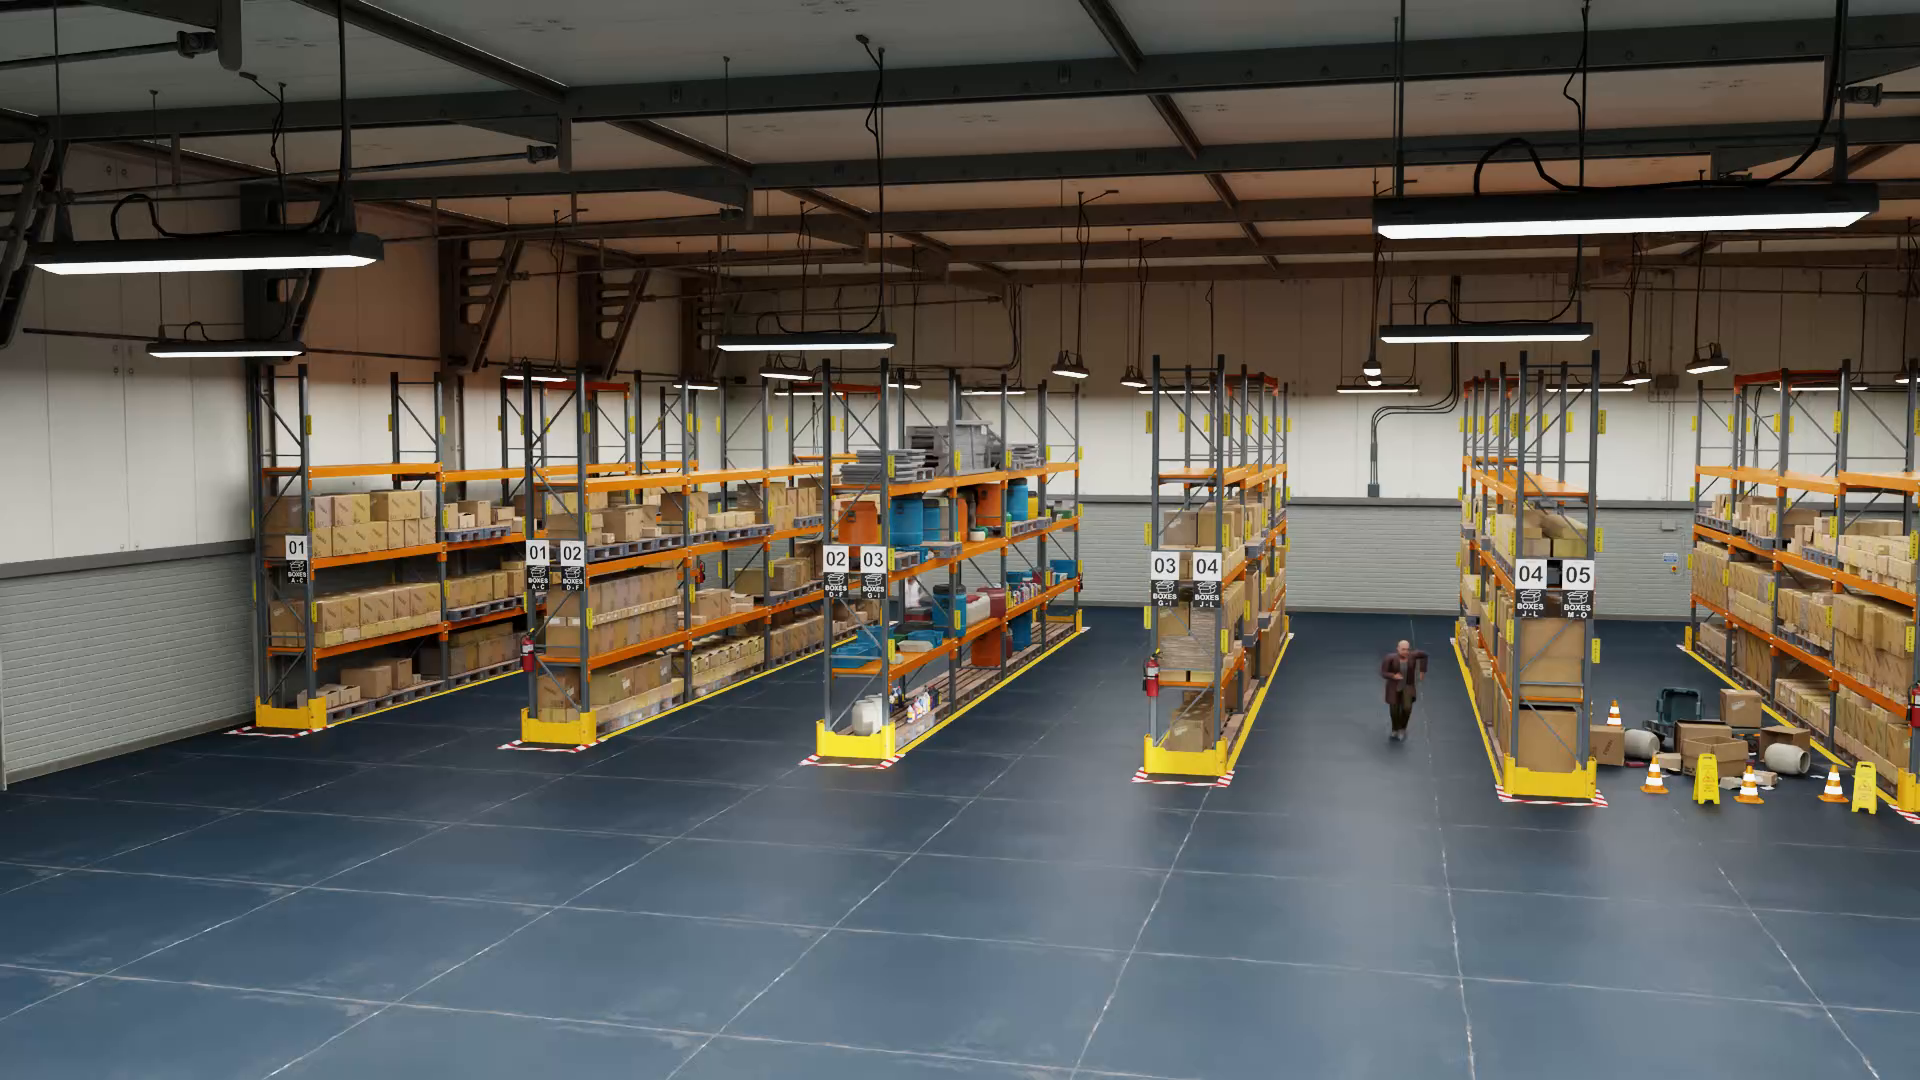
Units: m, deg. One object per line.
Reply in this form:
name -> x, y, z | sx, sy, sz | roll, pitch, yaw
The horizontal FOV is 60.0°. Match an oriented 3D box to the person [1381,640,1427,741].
person -> 7.008, 2.369, 26.277 | 0.740, 1.633, 1.014 | 1, 4, 7

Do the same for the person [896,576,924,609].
person -> -1.146, 1.517, 37.990 | 0.640, 1.726, 0.577 | 0, 4, 0
